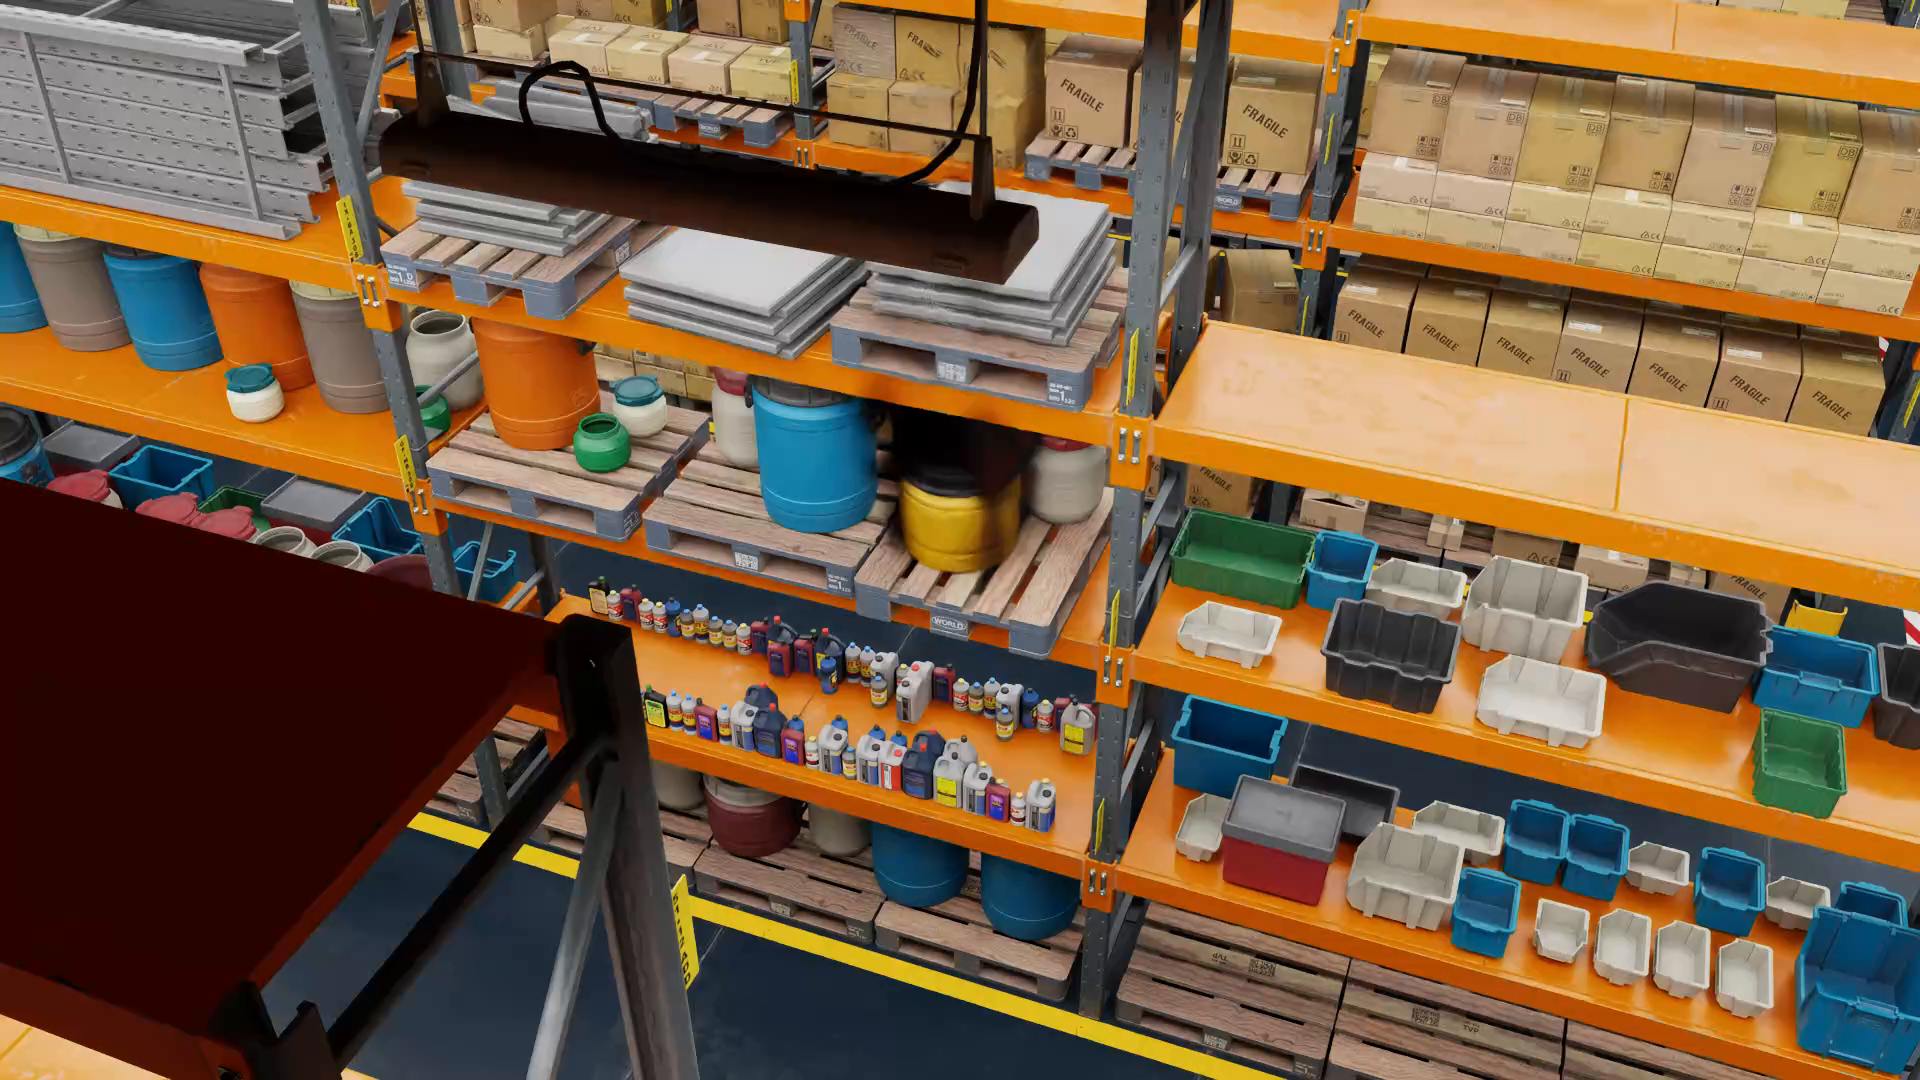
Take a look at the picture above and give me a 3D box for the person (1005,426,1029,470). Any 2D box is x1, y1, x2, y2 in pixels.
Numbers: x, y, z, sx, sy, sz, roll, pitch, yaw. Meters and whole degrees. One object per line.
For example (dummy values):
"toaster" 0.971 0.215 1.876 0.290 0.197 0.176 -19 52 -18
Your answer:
"person" 0.400 -0.372 11.875 0.752 1.839 0.662 10 38 13
